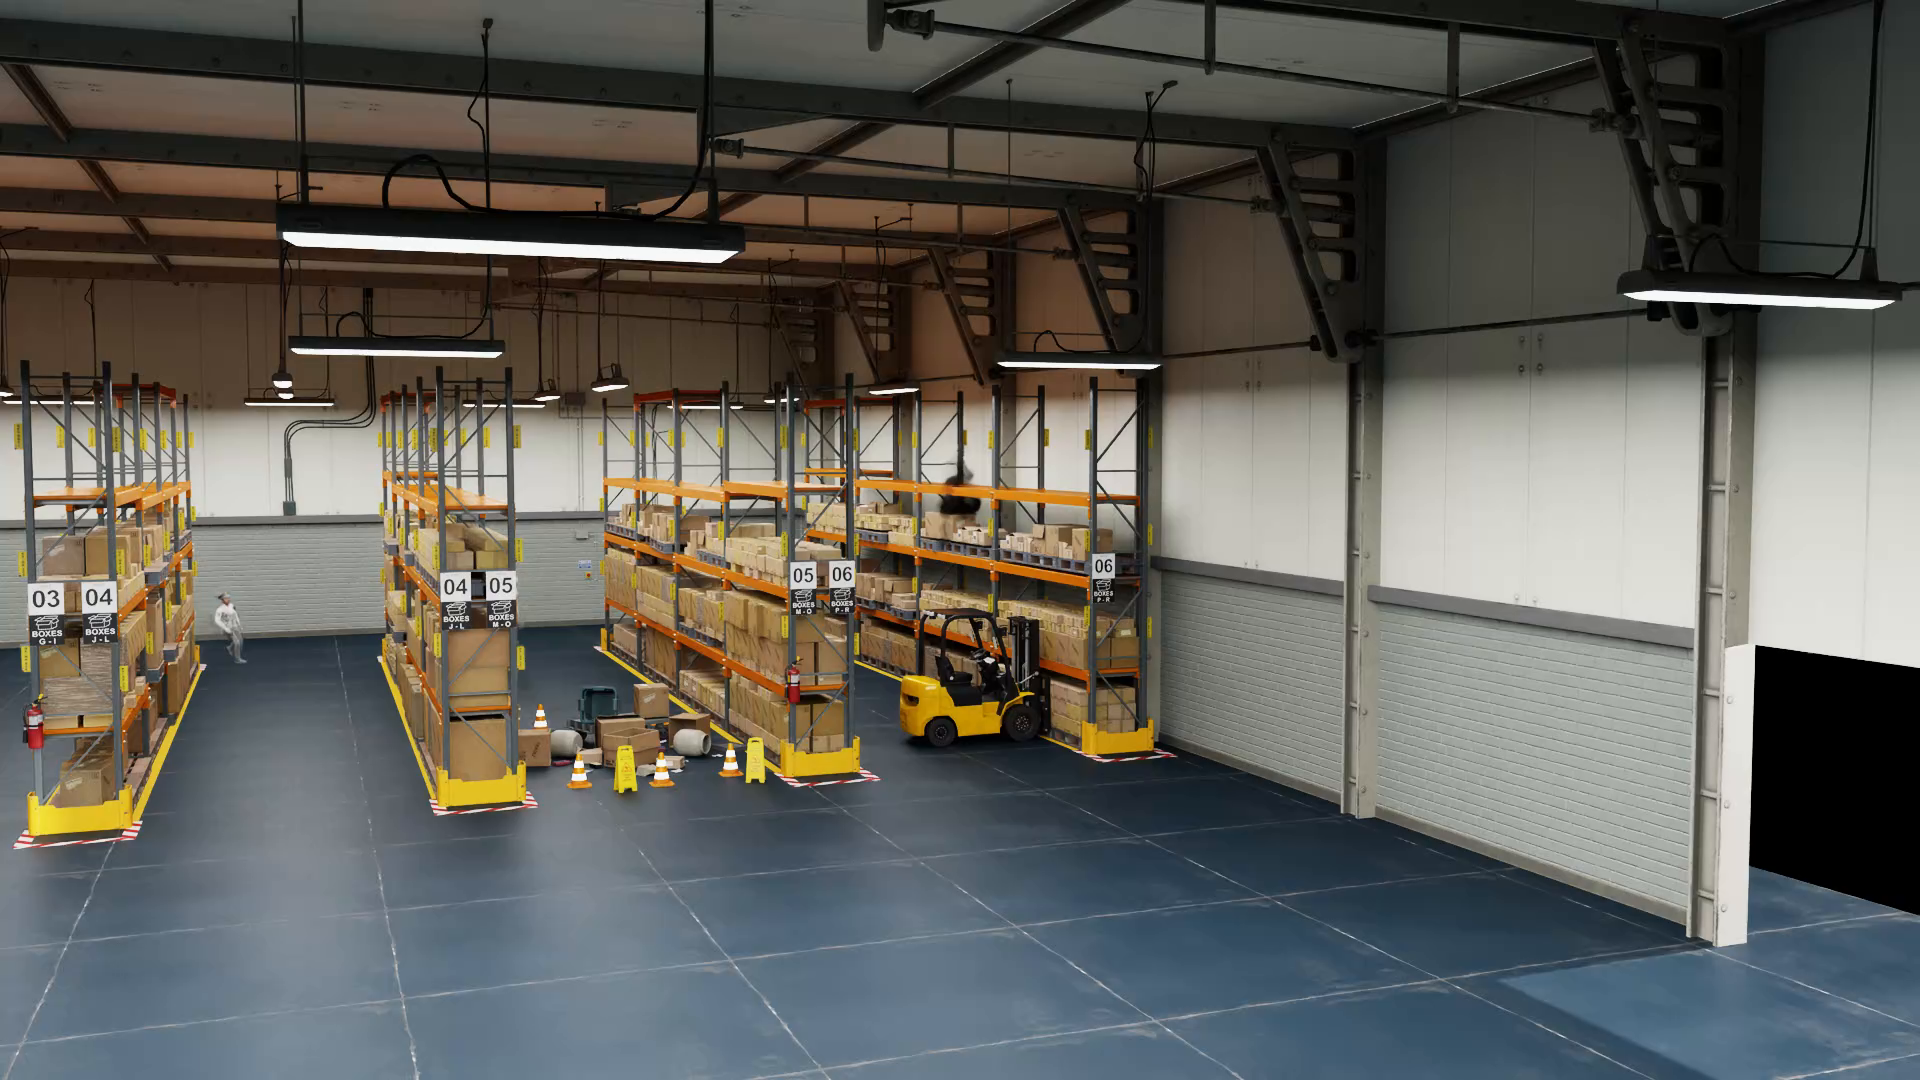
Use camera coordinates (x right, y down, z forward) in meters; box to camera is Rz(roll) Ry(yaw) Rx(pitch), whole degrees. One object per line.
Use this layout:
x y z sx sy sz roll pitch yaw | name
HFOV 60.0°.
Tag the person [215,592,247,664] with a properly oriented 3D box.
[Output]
-16.298 1.963 37.050 0.518 1.620 0.650 1 4 23 | person
